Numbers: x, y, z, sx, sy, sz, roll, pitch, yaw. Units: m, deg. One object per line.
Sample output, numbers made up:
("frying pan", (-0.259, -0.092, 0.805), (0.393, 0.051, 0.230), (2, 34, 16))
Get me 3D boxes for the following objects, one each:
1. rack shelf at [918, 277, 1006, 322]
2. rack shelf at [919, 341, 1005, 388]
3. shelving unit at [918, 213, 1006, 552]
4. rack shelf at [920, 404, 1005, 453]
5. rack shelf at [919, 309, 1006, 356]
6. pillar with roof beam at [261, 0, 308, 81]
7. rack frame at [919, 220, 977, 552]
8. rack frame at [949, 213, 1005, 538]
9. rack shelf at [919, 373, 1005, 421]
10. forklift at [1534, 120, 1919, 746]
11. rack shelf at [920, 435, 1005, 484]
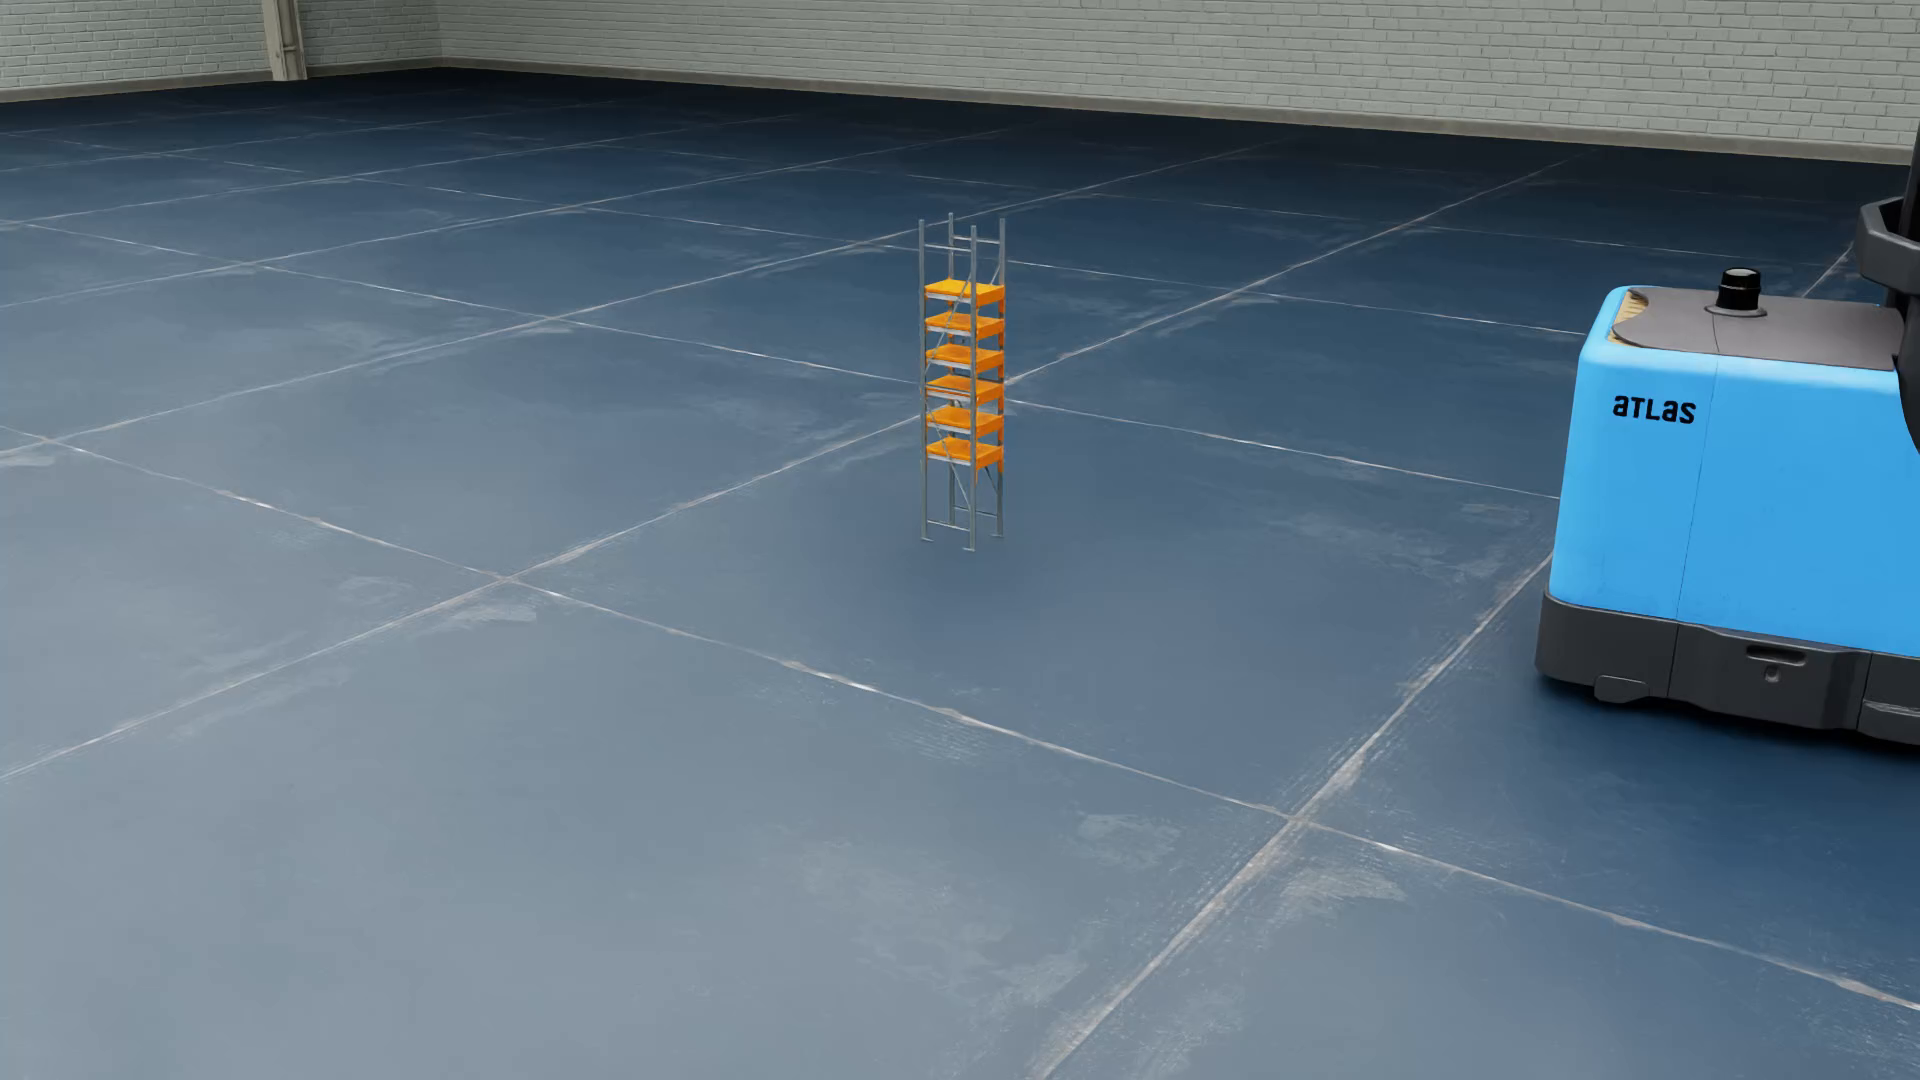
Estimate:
("rack shelf", (0.008, -0.863, 5.959), (0.258, 0.103, 0.180), (13, 24, 32))
("rack shelf", (0.008, -0.638, 6.042), (0.258, 0.103, 0.180), (13, 24, 32))
("shelving unit", (0.008, -0.567, 6.068), (0.258, 1.200, 0.189), (13, 24, 32))
("rack shelf", (0.008, -0.413, 6.125), (0.258, 0.103, 0.180), (13, 24, 32))
("rack shelf", (0.008, -0.750, 6.000), (0.258, 0.103, 0.180), (13, 24, 32))
("pillar with roof beam", (-6.455, -10.258, 21.027), (9.100, 9.000, 0.400), (13, 24, 32))
("rack frame", (-0.043, -0.541, 5.997), (0.240, 1.200, 0.006), (13, 24, 32))
("rack frame", (0.060, -0.593, 6.139), (0.240, 1.200, 0.006), (13, 24, 32))
("rack shelf", (0.008, -0.525, 6.083), (0.258, 0.103, 0.180), (13, 24, 32))
("forklift", (3.297, -0.847, 4.330), (3.031, 2.935, 1.130), (9, 22, 23))
("rack shelf", (0.008, -0.300, 6.167), (0.258, 0.103, 0.180), (13, 24, 32))
